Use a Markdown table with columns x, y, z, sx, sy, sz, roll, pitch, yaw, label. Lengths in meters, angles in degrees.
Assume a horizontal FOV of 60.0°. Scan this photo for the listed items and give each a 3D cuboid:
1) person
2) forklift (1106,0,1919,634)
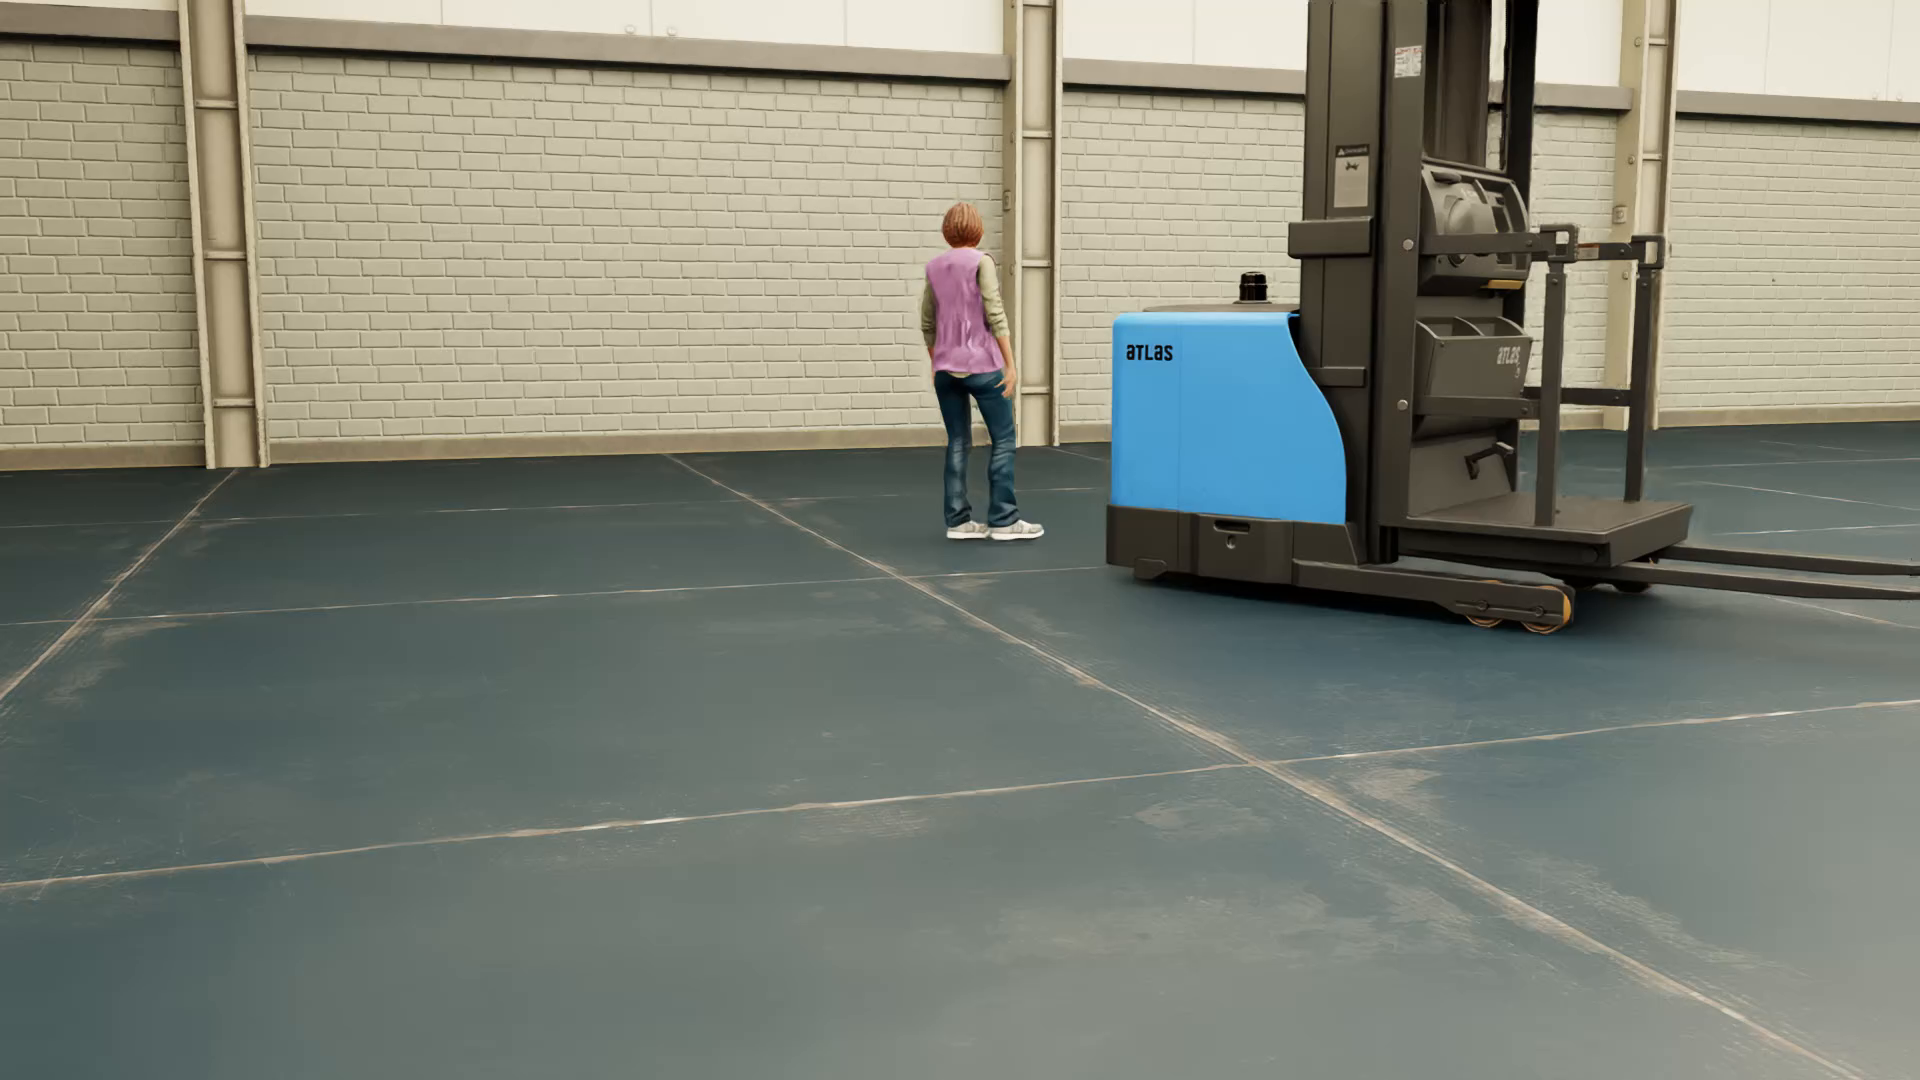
| x | y | z | sx | sy | sz | roll | pitch | yaw | label |
| --- | --- | --- | --- | --- | --- | --- | --- | --- | --- |
| 0.064 | -0.797 | 7.904 | 0.573 | 1.587 | 0.405 | 5 | 9 | 33 | person |
| 2.061 | -1.216 | 5.986 | 3.031 | 2.935 | 1.130 | 6 | 10 | 38 | forklift |
